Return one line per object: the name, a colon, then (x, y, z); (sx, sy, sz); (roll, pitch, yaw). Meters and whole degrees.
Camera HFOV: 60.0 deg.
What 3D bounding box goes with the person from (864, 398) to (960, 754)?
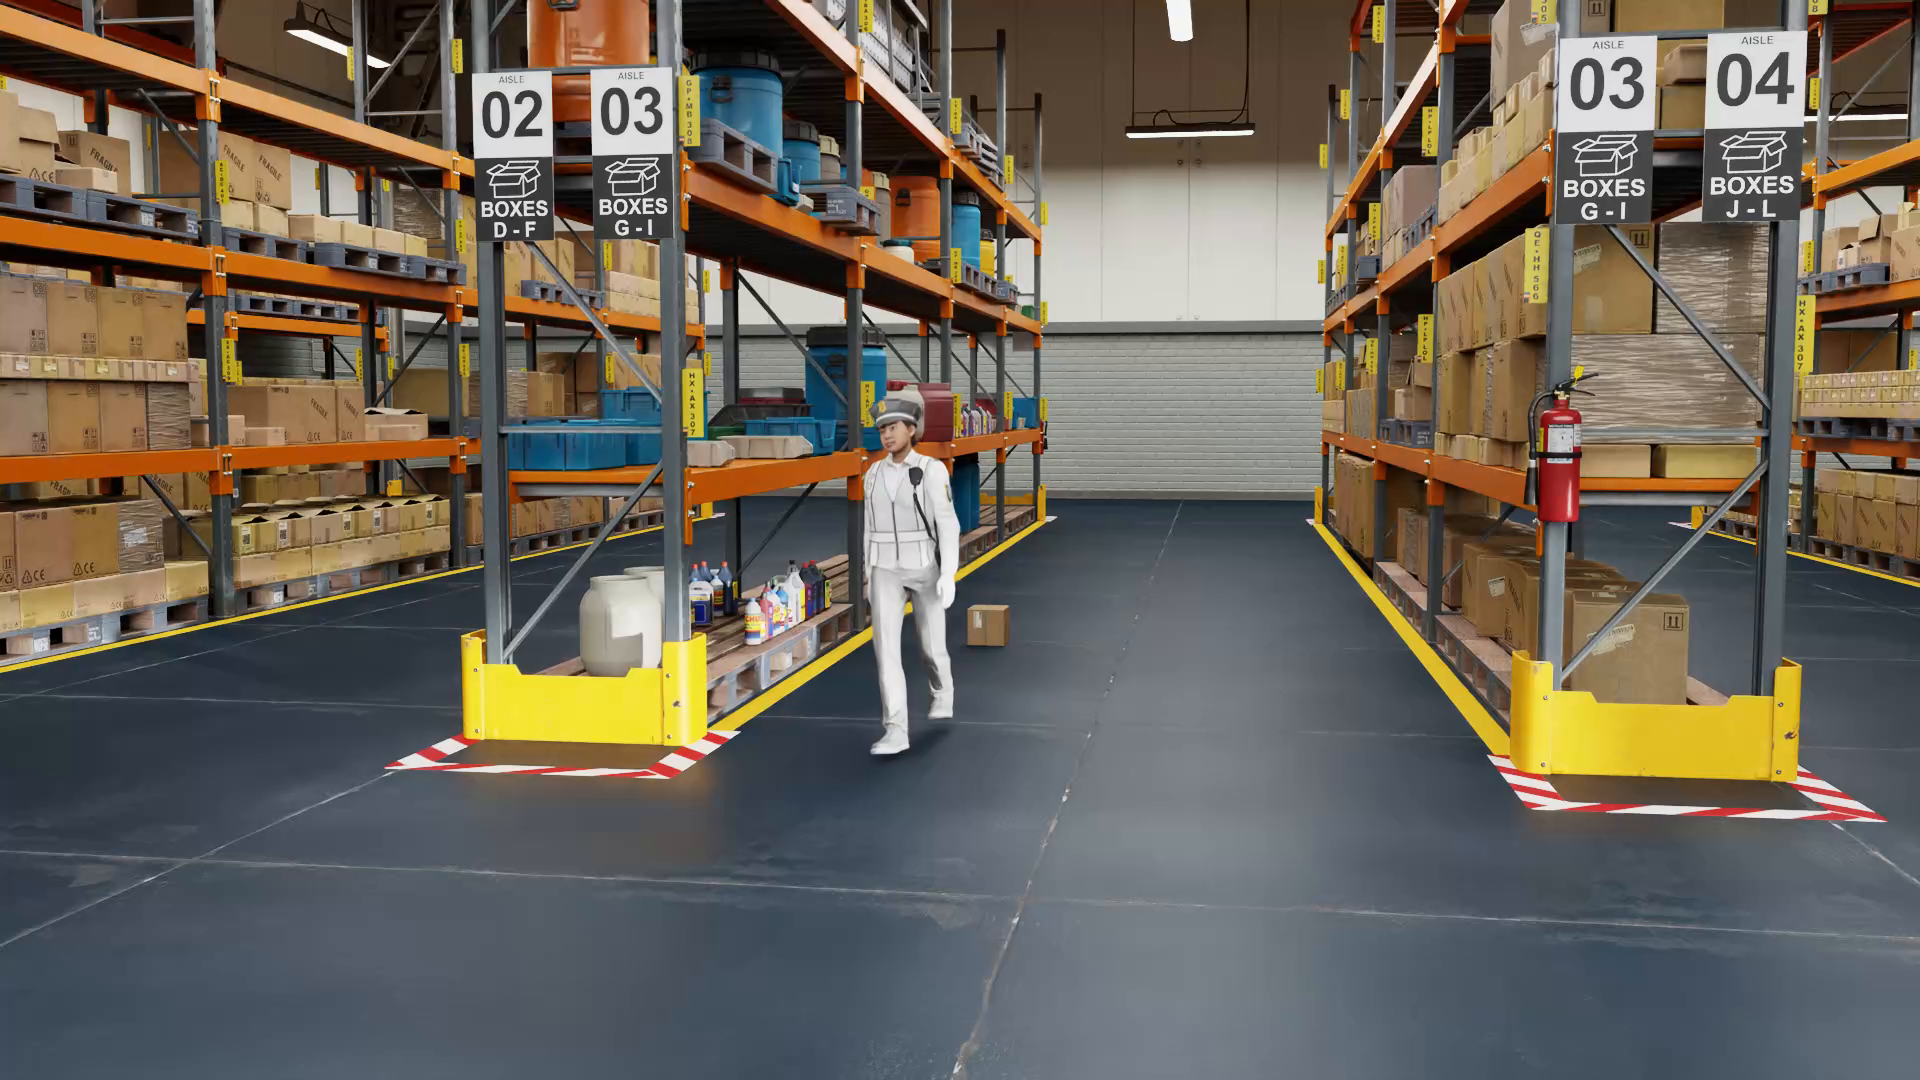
person: (-0.235, 0.147, 7.931); (0.505, 1.637, 0.926); (1, 5, 14)
